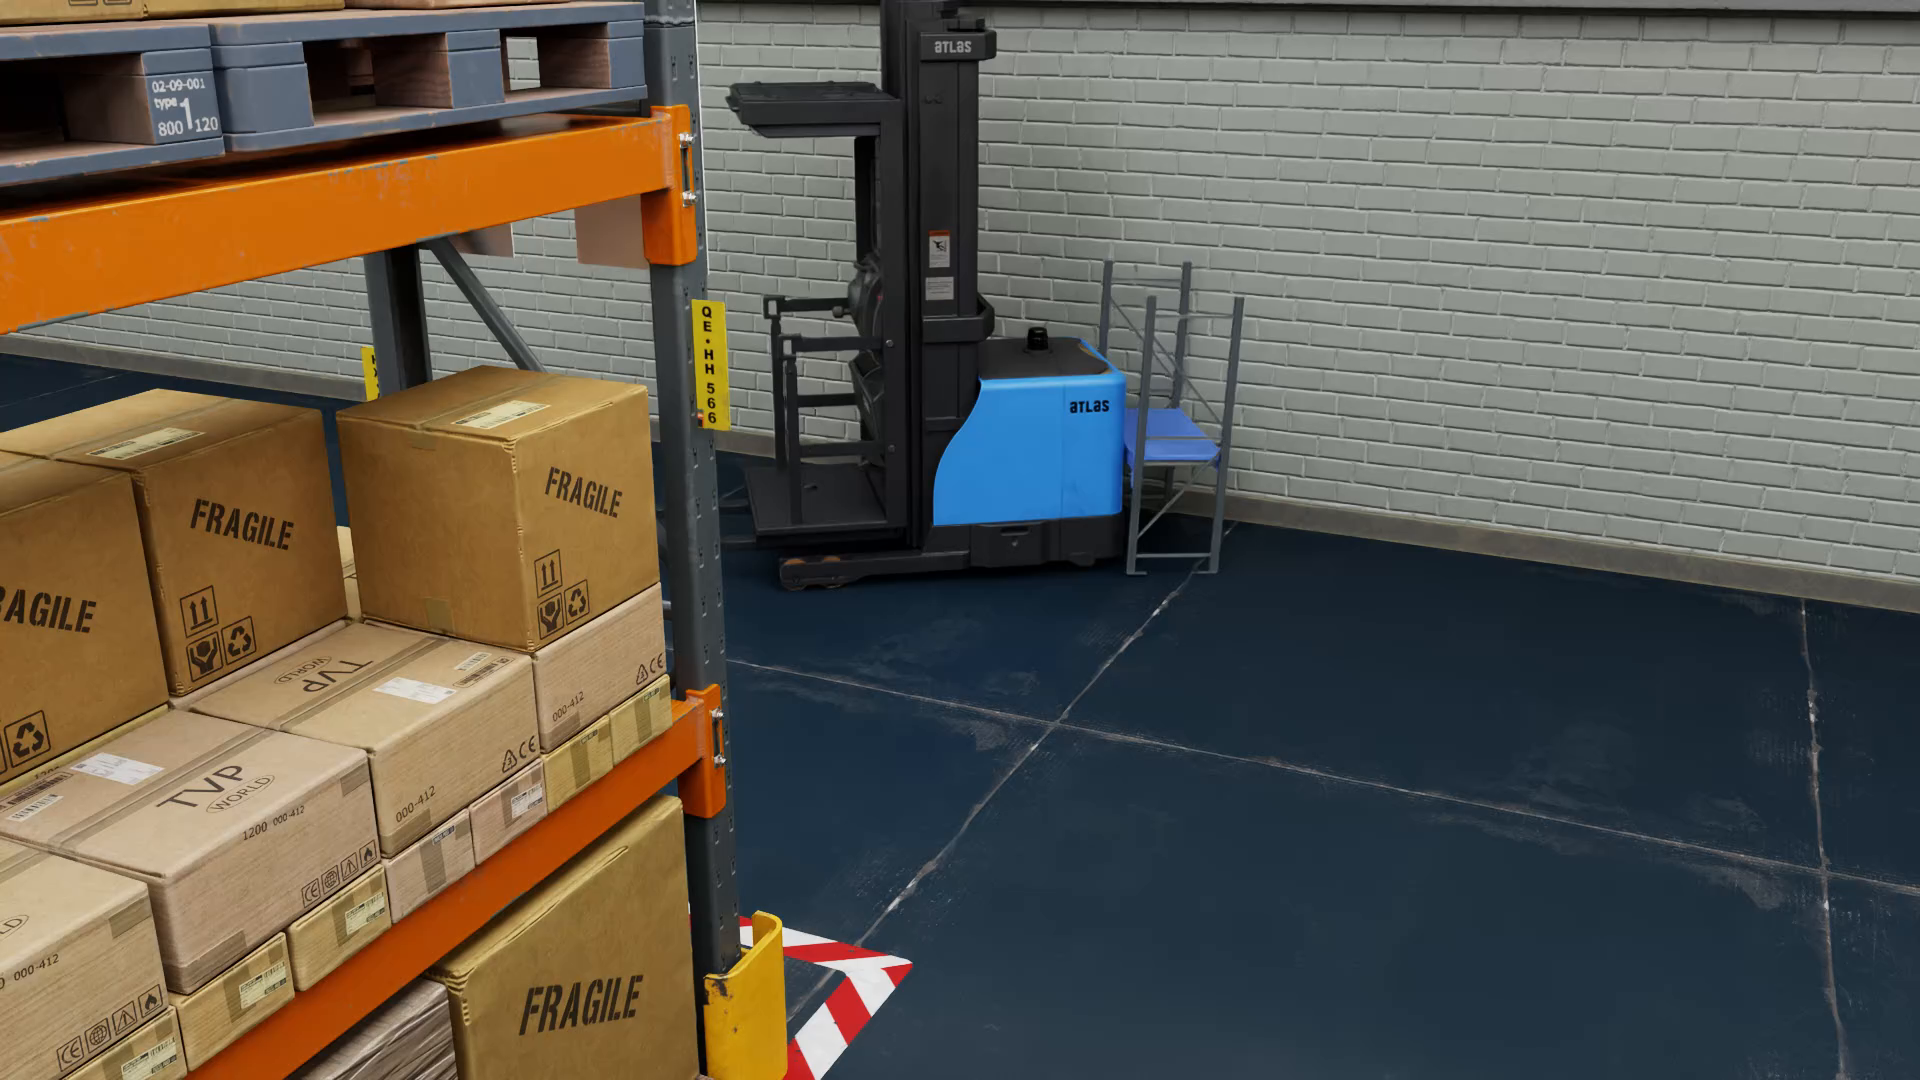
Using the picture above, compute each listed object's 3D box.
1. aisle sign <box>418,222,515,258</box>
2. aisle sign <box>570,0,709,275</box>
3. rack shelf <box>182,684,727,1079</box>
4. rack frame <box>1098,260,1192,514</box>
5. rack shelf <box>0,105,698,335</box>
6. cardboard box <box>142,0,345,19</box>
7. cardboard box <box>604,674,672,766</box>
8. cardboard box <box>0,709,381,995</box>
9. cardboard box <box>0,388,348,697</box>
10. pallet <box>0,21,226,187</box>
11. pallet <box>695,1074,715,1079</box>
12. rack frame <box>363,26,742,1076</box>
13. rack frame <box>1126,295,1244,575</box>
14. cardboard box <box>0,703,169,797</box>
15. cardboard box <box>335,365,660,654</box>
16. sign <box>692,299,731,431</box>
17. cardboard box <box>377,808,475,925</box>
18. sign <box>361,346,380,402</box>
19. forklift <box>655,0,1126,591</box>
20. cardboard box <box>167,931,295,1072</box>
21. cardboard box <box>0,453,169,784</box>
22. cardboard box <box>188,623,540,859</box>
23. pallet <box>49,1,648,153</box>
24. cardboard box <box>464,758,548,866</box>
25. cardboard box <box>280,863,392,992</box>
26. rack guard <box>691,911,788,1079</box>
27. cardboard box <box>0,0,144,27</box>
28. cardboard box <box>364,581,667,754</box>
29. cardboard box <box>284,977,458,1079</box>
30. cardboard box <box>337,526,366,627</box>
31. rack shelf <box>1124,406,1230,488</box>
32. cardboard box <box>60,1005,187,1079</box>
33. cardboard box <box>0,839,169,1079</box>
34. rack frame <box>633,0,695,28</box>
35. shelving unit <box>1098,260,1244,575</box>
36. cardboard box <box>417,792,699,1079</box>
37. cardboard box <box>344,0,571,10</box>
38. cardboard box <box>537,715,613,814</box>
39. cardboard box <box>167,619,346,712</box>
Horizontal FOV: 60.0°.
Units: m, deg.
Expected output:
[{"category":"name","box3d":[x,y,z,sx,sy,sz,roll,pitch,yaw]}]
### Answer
[{"category":"aisle sign","box3d":[-1.354,-1.142,4.323,0.394,0.787,0.004,9,21,23]},{"category":"aisle sign","box3d":[-0.806,-1.060,4.092,0.394,0.787,0.004,9,21,23]},{"category":"rack shelf","box3d":[-1.928,1.096,2.983,1.077,0.370,4.000,9,21,23]},{"category":"rack frame","box3d":[1.032,-0.865,9.631,0.500,1.500,0.032,0,19,-8]},{"category":"rack shelf","box3d":[-1.928,-0.317,2.480,1.077,0.370,4.000,9,21,23]},{"category":"cardboard box","box3d":[-1.614,-1.237,3.070,0.700,0.500,0.500,8,21,21]},{"category":"cardboard box","box3d":[-0.955,0.418,4.190,0.380,0.149,0.250,9,21,24]},{"category":"cardboard box","box3d":[-1.482,0.572,3.164,0.500,0.250,0.500,8,21,21]},{"category":"cardboard box","box3d":[-1.757,-0.014,3.693,0.500,0.500,0.500,8,21,21]},{"category":"pallet","box3d":[-1.902,-0.623,2.400,1.003,0.211,1.213,9,21,23]},{"category":"pallet","box3d":[-1.365,1.715,4.331,1.003,0.211,1.213,9,21,23]},{"category":"rack frame","box3d":[-1.109,0.146,4.581,1.000,3.000,0.127,9,21,23]},{"category":"rack frame","box3d":[1.167,-0.527,8.681,0.500,1.500,0.032,0,19,-8]},{"category":"cardboard box","box3d":[-1.968,0.499,3.368,0.500,0.250,0.500,8,21,21]},{"category":"cardboard box","box3d":[-1.069,-0.092,3.911,0.500,0.500,0.500,9,21,23]},{"category":"sign","box3d":[-0.620,-0.432,4.126,0.100,0.325,0.005,9,21,23]},{"category":"cardboard box","box3d":[-1.267,0.651,3.536,0.380,0.149,0.250,9,21,24]},{"category":"sign","box3d":[-1.613,-0.377,4.642,0.100,0.325,0.005,9,21,23]},{"category":"forklift","box3d":[-0.677,-1.304,8.763,3.031,2.935,1.130,-3,20,-10]},{"category":"cardboard box","box3d":[-1.477,0.810,3.089,0.380,0.149,0.250,9,21,23]},{"category":"cardboard box","box3d":[-1.964,0.145,3.245,0.500,0.500,0.500,8,21,21]},{"category":"cardboard box","box3d":[-1.274,0.416,3.602,0.500,0.250,0.500,8,21,22]},{"category":"pallet","box3d":[-1.404,-0.997,3.452,1.003,0.211,1.213,9,21,23]},{"category":"cardboard box","box3d":[-1.164,0.575,3.750,0.380,0.149,0.250,9,21,23]},{"category":"cardboard box","box3d":[-1.372,0.731,3.312,0.380,0.149,0.250,8,21,21]},{"category":"rack guard","box3d":[-1.100,1.316,5.021,1.175,0.500,0.348,9,21,23]},{"category":"cardboard box","box3d":[-1.781,-1.073,2.607,0.700,0.500,0.500,7,21,19]},{"category":"cardboard box","box3d":[-1.066,0.261,4.038,0.500,0.250,0.500,8,21,22]},{"category":"cardboard box","box3d":[-1.671,1.434,3.504,0.875,0.875,0.875,9,21,23]},{"category":"cardboard box","box3d":[-1.552,0.186,4.248,0.500,0.250,0.500,8,21,21]},{"category":"rack shelf","box3d":[1.092,-0.526,9.215,0.538,0.185,1.000,0,19,-8]},{"category":"cardboard box","box3d":[-1.581,0.886,2.876,0.380,0.149,0.250,9,21,24]},{"category":"cardboard box","box3d":[-1.692,0.732,2.715,0.500,0.250,0.500,9,21,23]},{"category":"rack frame","box3d":[-1.109,-2.680,3.576,1.000,3.000,0.127,9,21,23]},{"category":"shelving unit","box3d":[1.099,-0.696,9.156,0.538,1.500,1.048,0,19,-8]},{"category":"cardboard box","box3d":[-1.298,1.156,4.286,0.875,0.875,0.875,9,21,23]},{"category":"cardboard box","box3d":[-1.273,-1.393,3.507,0.700,0.500,0.500,7,21,19]},{"category":"cardboard box","box3d":[-1.060,0.498,3.966,0.380,0.149,0.250,9,21,23]},{"category":"cardboard box","box3d":[-1.759,0.346,3.799,0.500,0.250,0.500,8,21,22]}]
